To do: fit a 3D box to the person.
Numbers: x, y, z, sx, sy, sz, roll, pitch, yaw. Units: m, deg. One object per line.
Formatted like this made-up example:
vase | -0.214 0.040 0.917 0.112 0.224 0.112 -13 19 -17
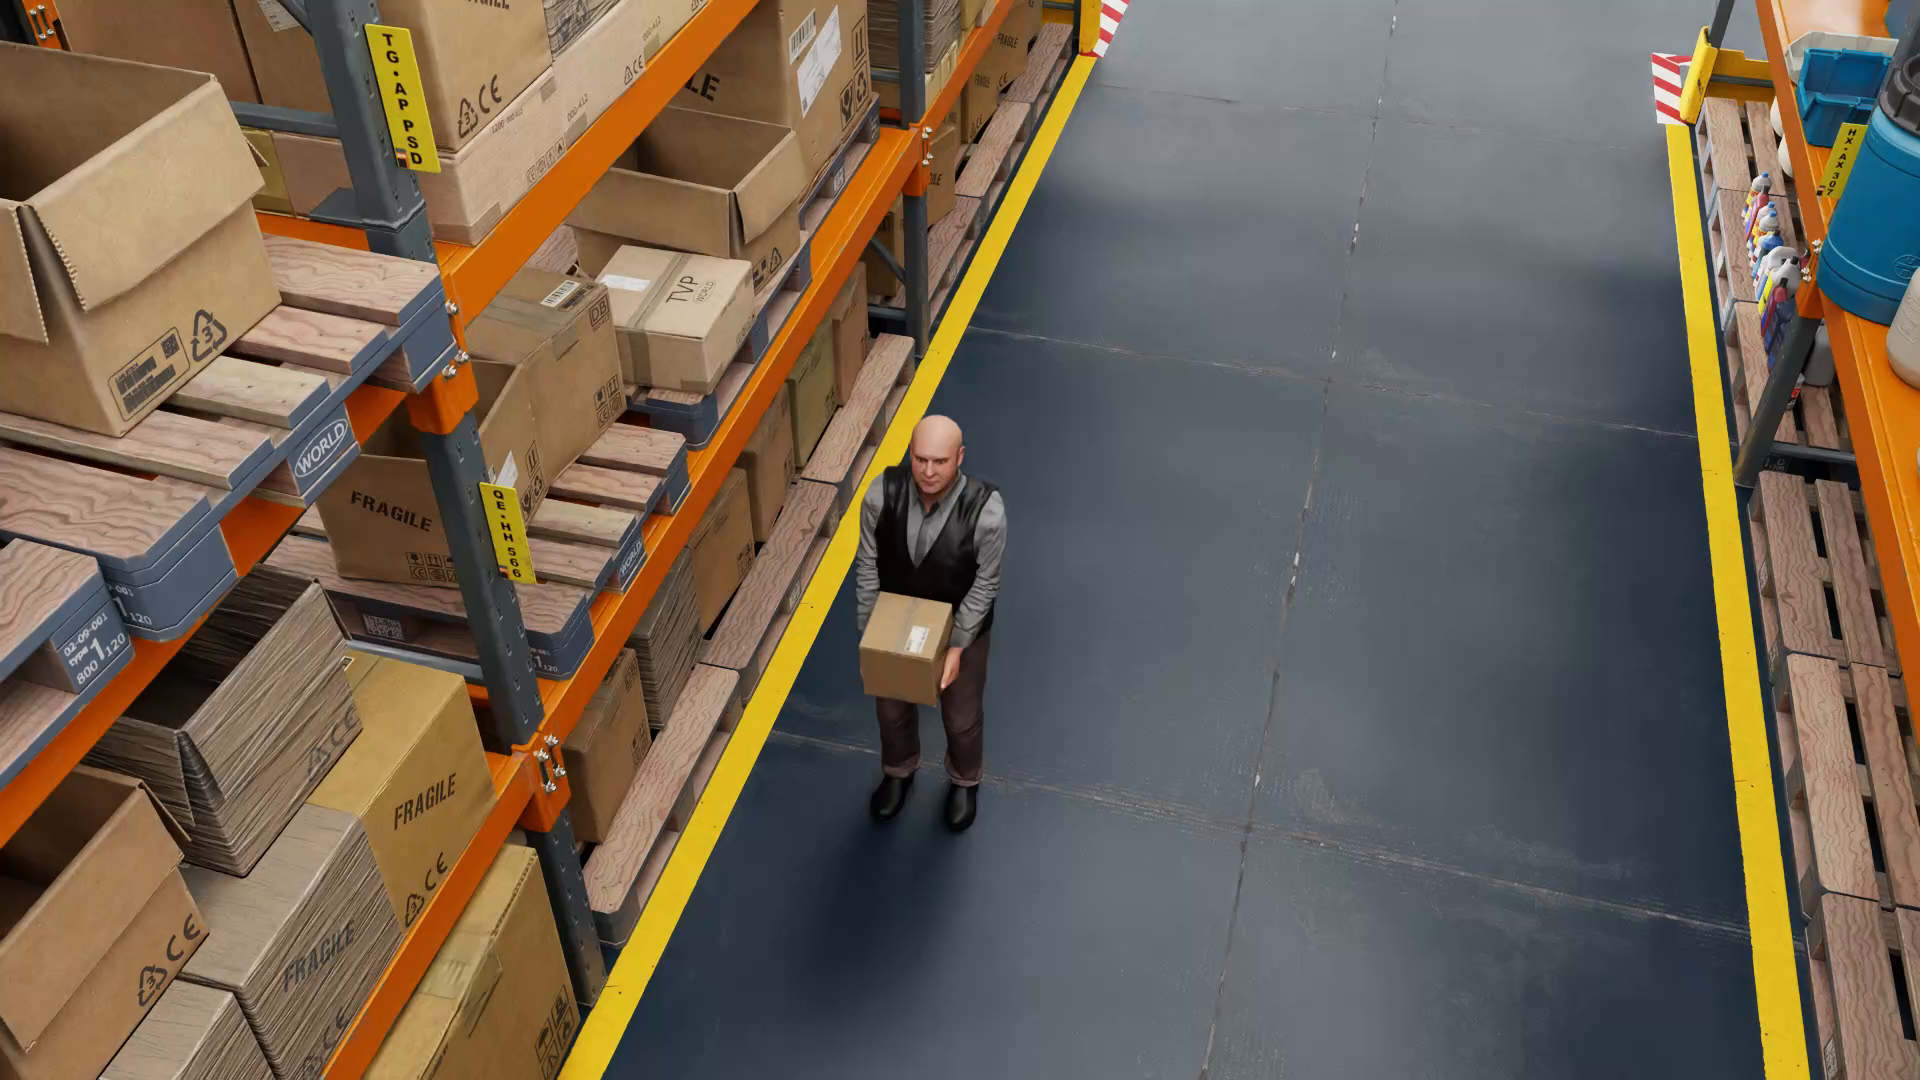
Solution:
person | -0.116 0.353 5.766 0.508 1.722 0.547 10 42 11
